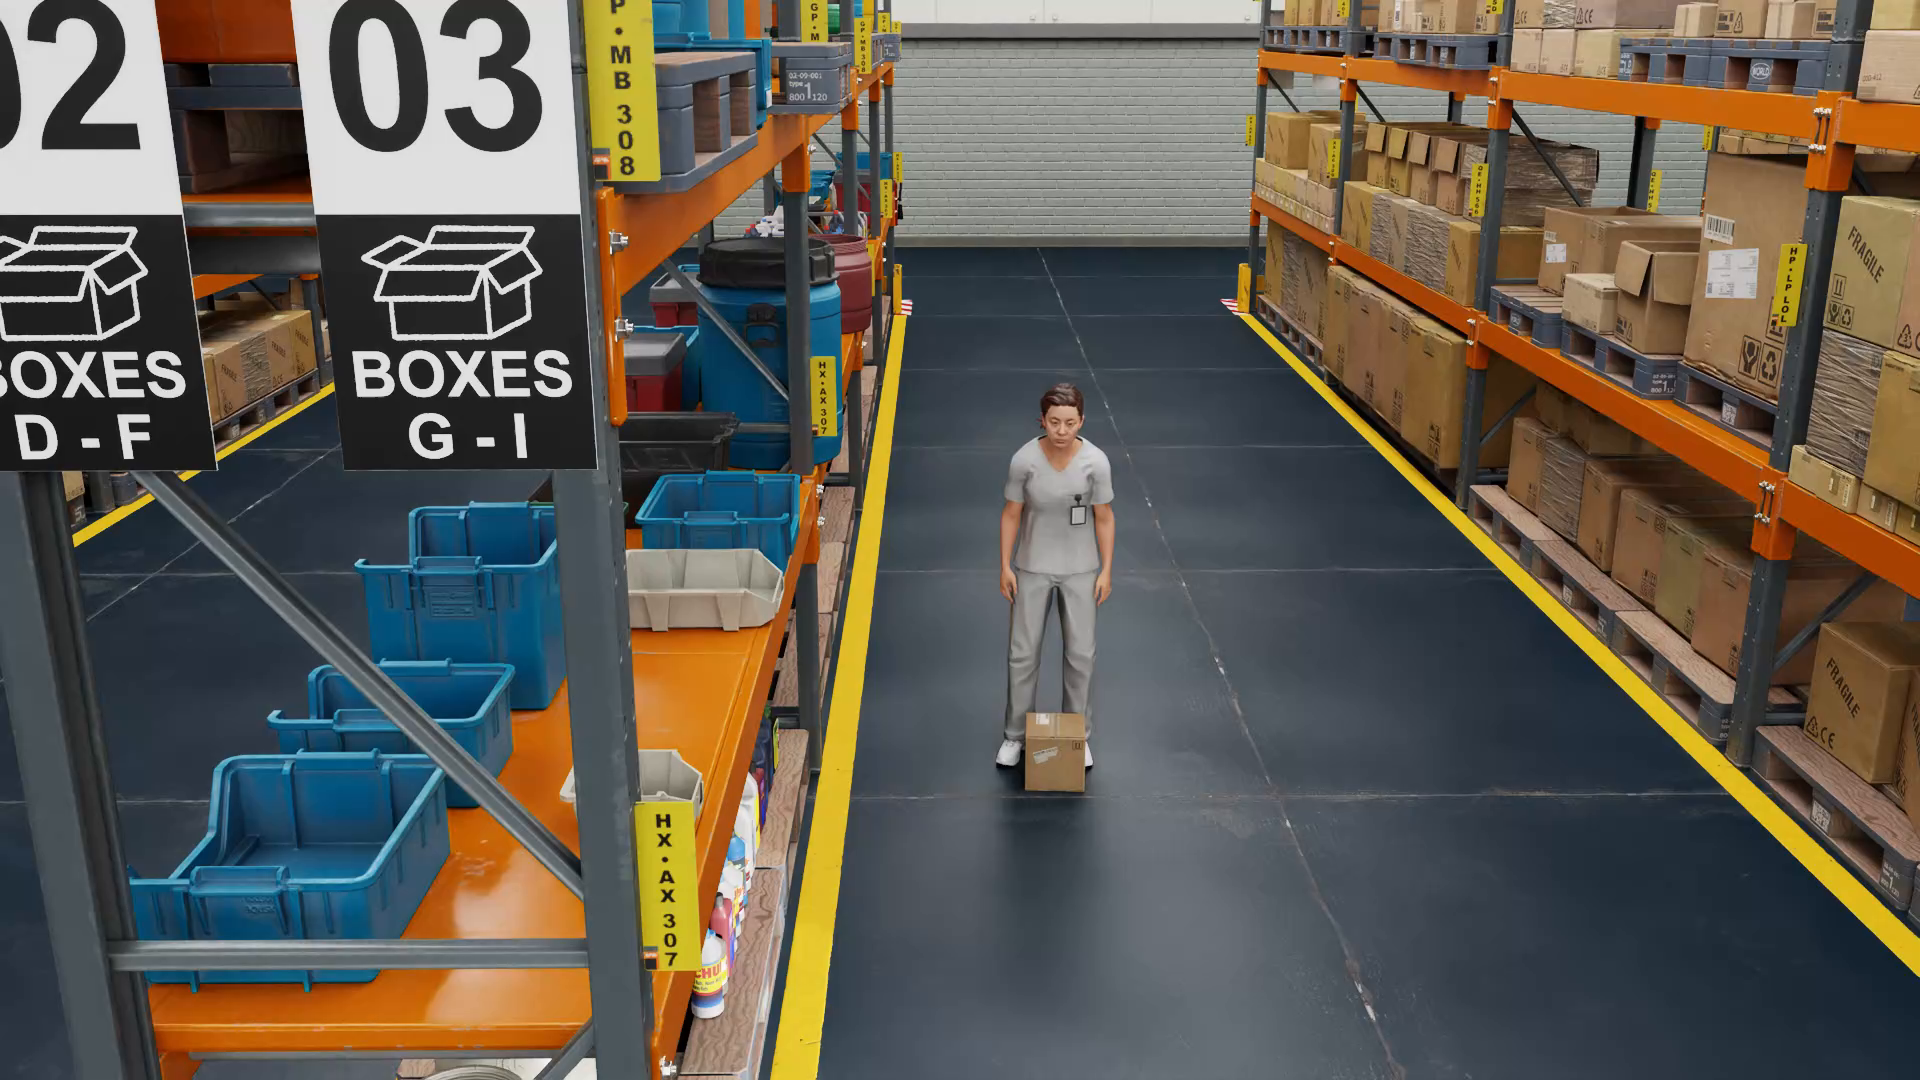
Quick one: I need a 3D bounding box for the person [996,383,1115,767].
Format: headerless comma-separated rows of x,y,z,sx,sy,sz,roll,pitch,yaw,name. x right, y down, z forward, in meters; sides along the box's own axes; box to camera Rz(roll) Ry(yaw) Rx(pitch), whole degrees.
0.409,0.146,7.076,0.487,1.673,0.356,1,17,4,person
